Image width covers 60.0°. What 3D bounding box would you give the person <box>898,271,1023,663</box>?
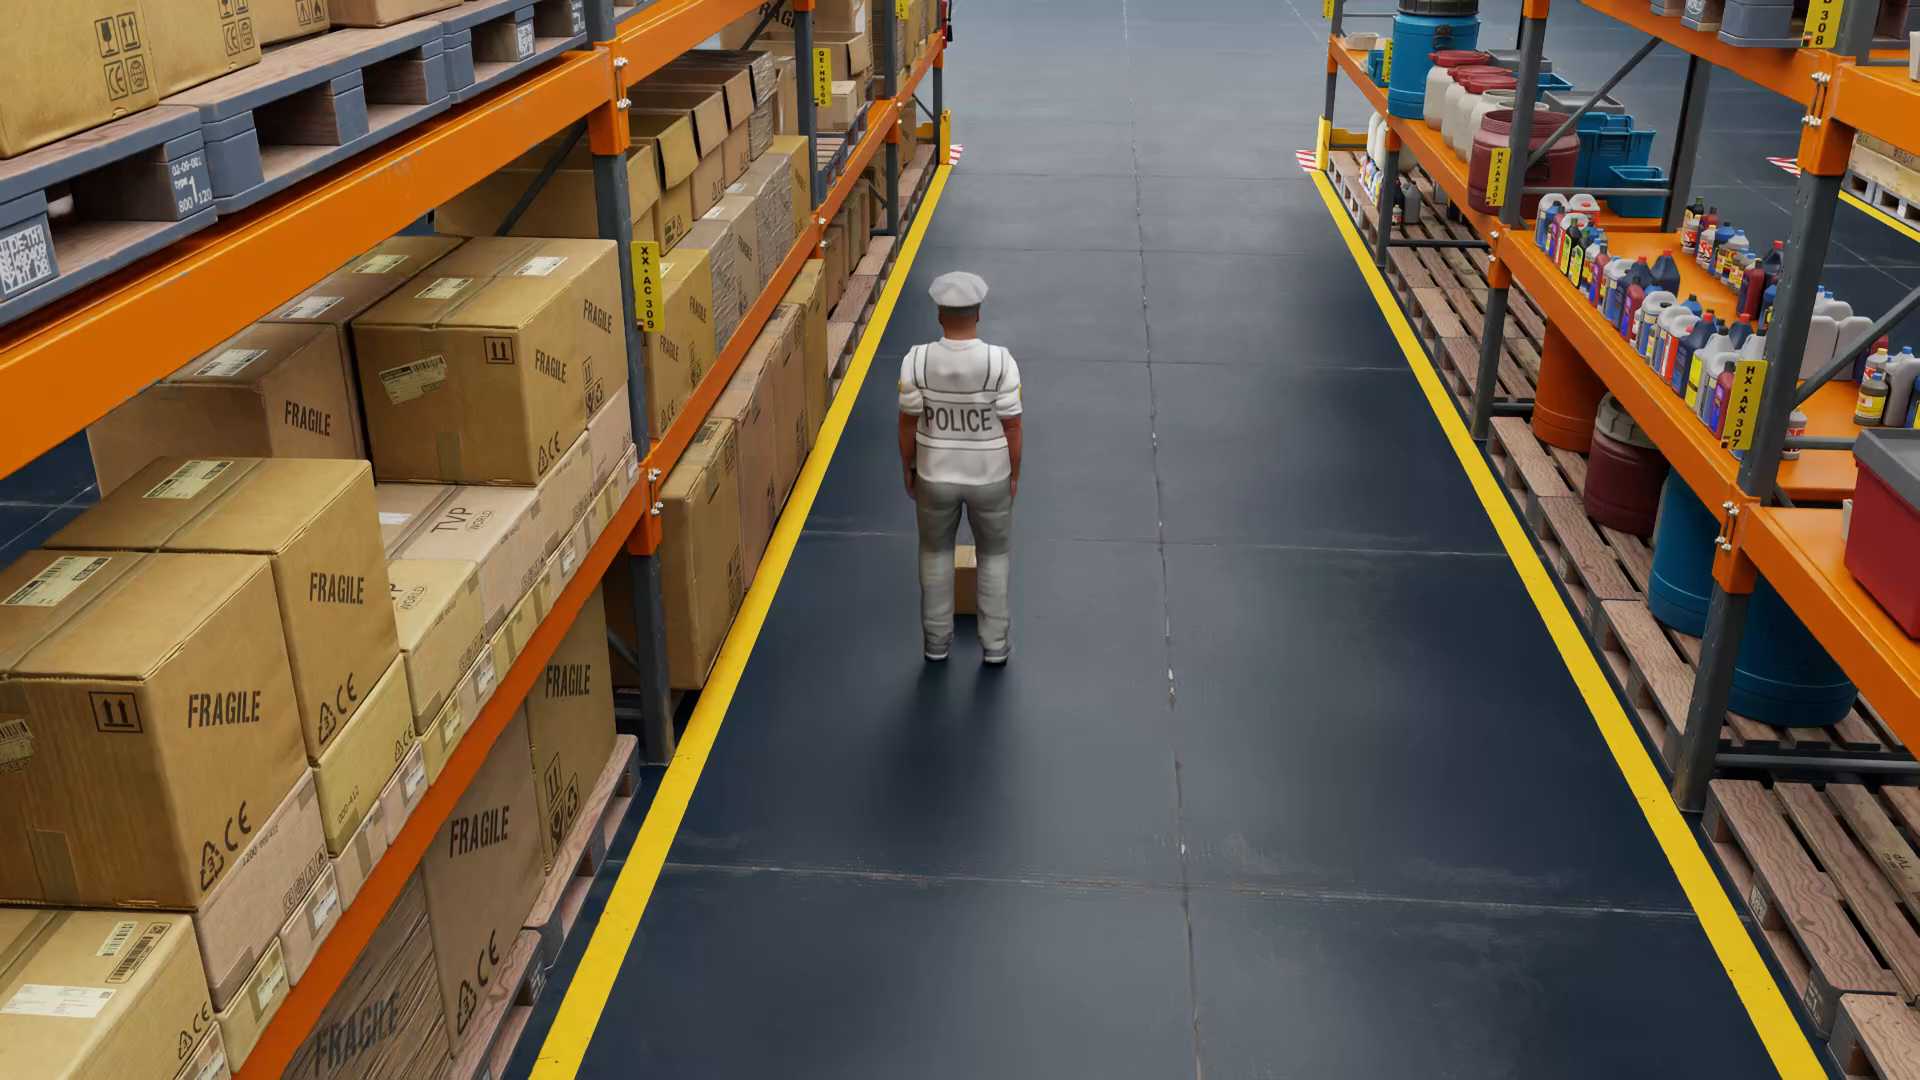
[{"bbox_3d":[0.003,-0.279,7.260,0.539,1.804,0.392,2,24,5],"label":"person"}]
